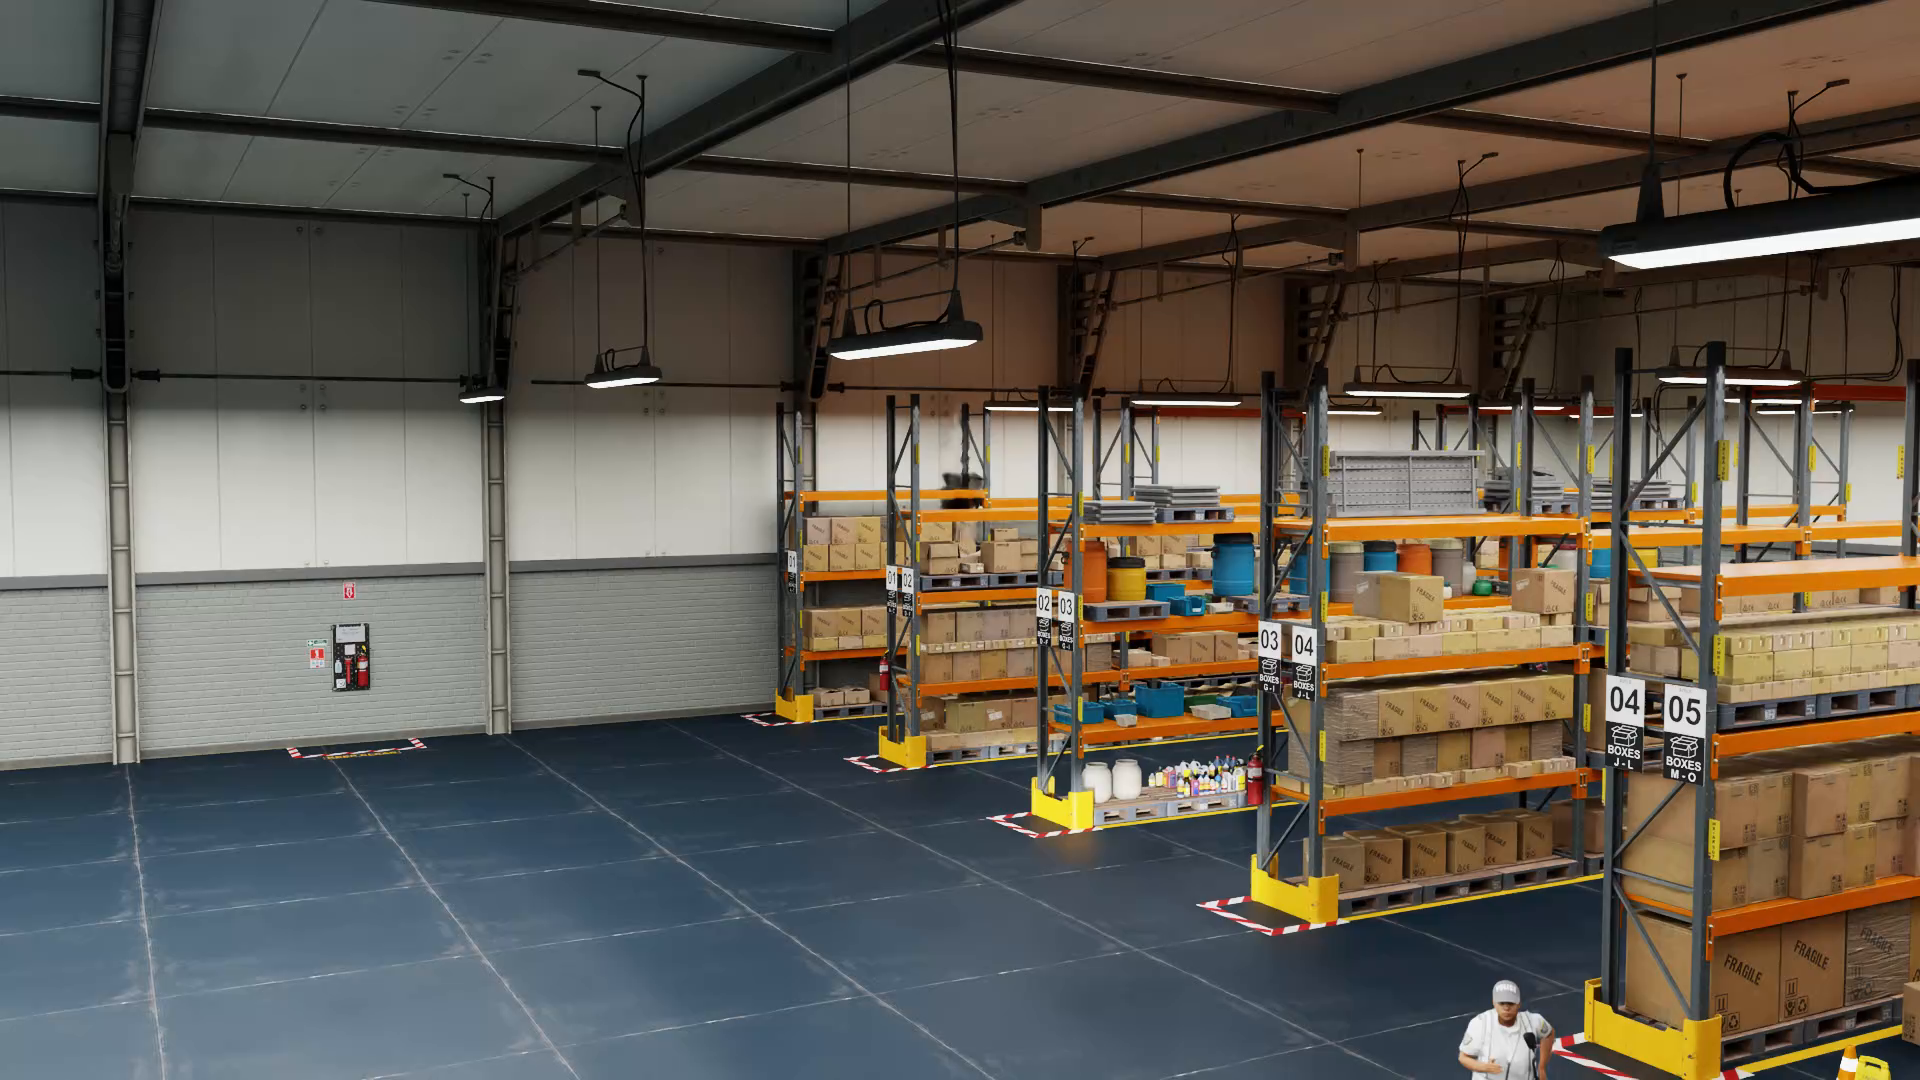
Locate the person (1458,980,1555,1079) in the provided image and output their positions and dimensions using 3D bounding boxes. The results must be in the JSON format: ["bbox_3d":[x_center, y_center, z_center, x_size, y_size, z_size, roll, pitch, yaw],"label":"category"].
[{"bbox_3d":[3.608,3.730,10.993,0.591,1.741,0.839,1,3,21],"label":"person"}]
